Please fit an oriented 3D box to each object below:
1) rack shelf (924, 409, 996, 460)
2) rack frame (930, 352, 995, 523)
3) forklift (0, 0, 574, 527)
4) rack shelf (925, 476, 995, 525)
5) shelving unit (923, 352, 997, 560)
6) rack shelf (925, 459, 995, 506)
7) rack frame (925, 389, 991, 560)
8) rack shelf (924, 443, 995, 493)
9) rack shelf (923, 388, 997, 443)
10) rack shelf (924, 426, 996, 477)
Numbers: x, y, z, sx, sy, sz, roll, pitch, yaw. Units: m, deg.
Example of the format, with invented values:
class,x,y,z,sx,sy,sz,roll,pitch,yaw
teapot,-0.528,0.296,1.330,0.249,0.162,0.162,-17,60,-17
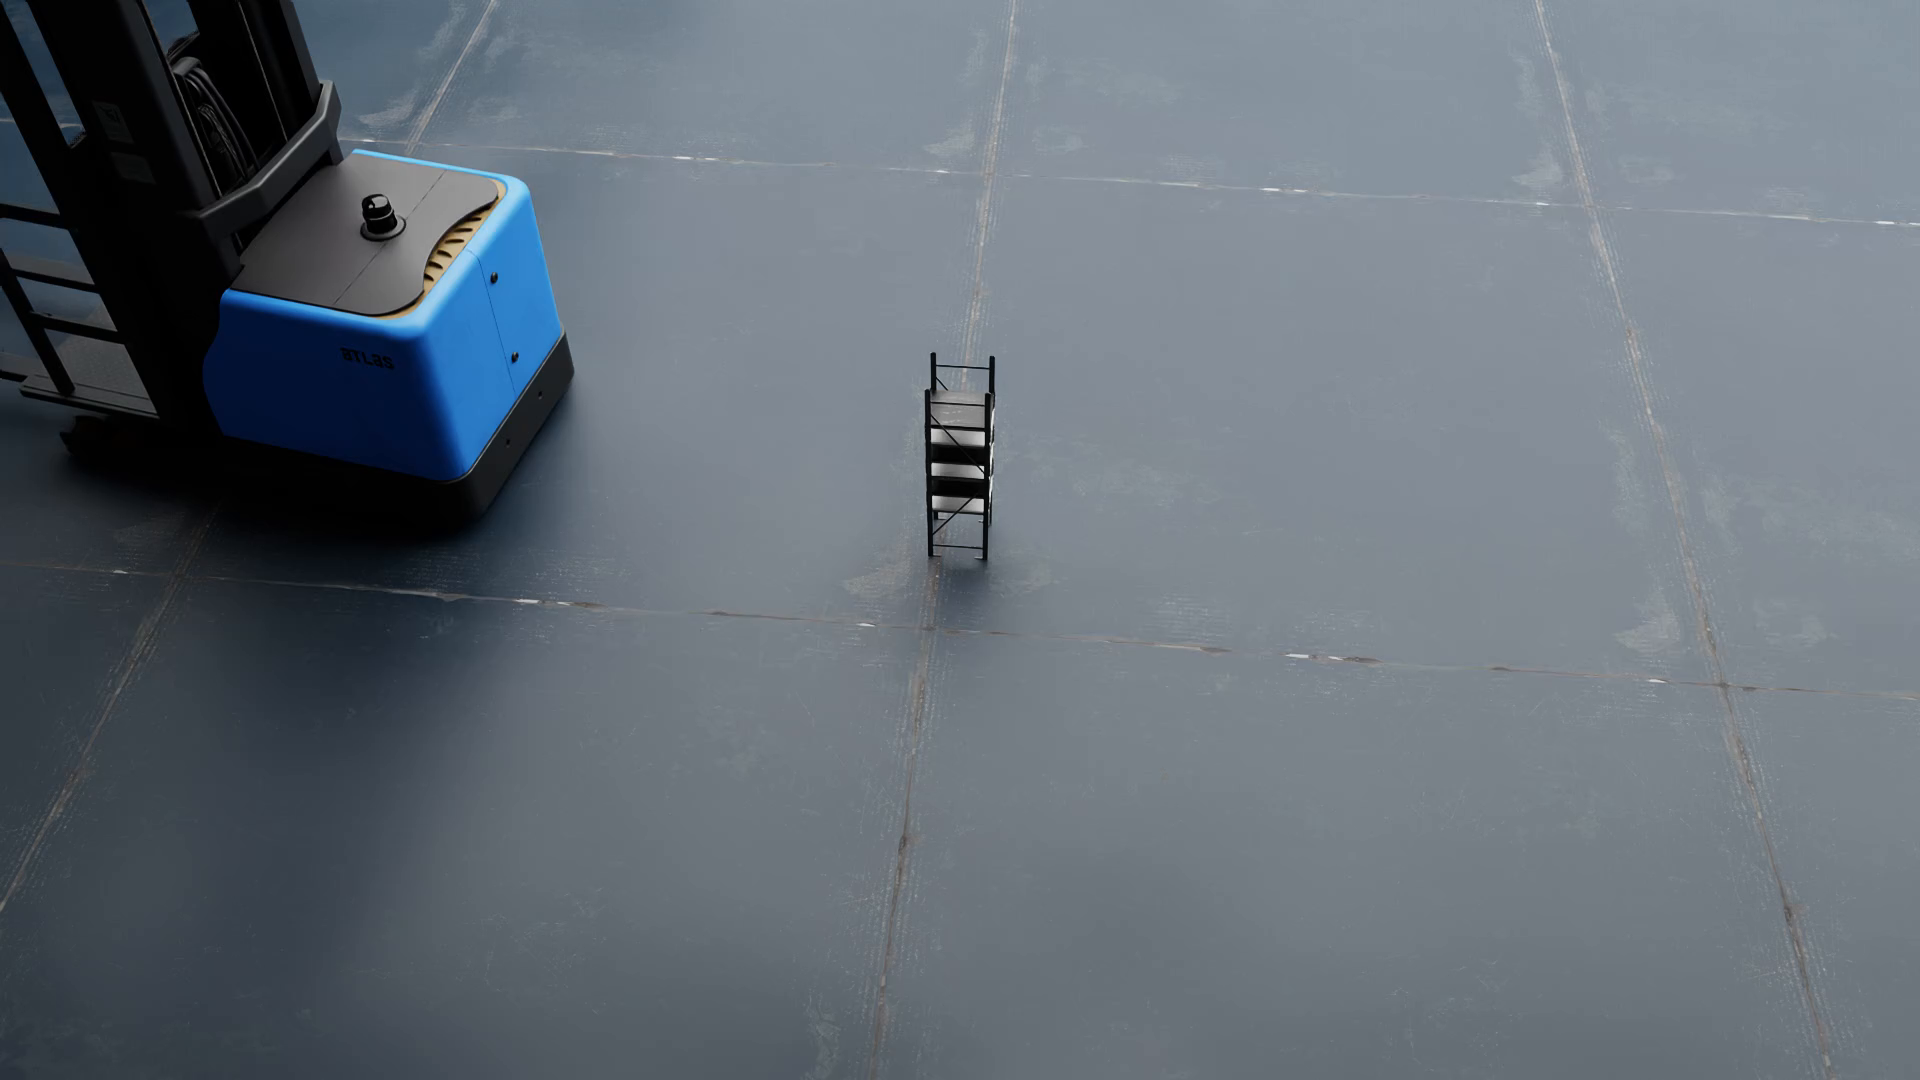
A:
class,x,y,z,sx,sy,sz,roll,pitch,yaw
rack shelf,0.001,-0.409,6.315,0.258,0.077,0.200,4,48,4
rack frame,0.010,-0.384,6.492,0.240,0.900,0.006,4,48,4
forklift,-3.274,-1.658,6.280,3.031,2.935,1.130,12,49,11
rack shelf,0.001,-0.166,6.581,0.258,0.077,0.200,4,48,4
shelving unit,0.001,-0.310,6.423,0.258,0.900,0.210,4,48,4
rack shelf,0.001,-0.226,6.514,0.258,0.077,0.200,4,48,4
rack frame,-0.009,-0.235,6.355,0.240,0.900,0.006,4,48,4
rack shelf,0.001,-0.287,6.448,0.258,0.077,0.200,4,48,4
rack shelf,0.001,-0.469,6.249,0.258,0.077,0.200,4,48,4
rack shelf,0.001,-0.348,6.382,0.258,0.077,0.200,4,48,4
